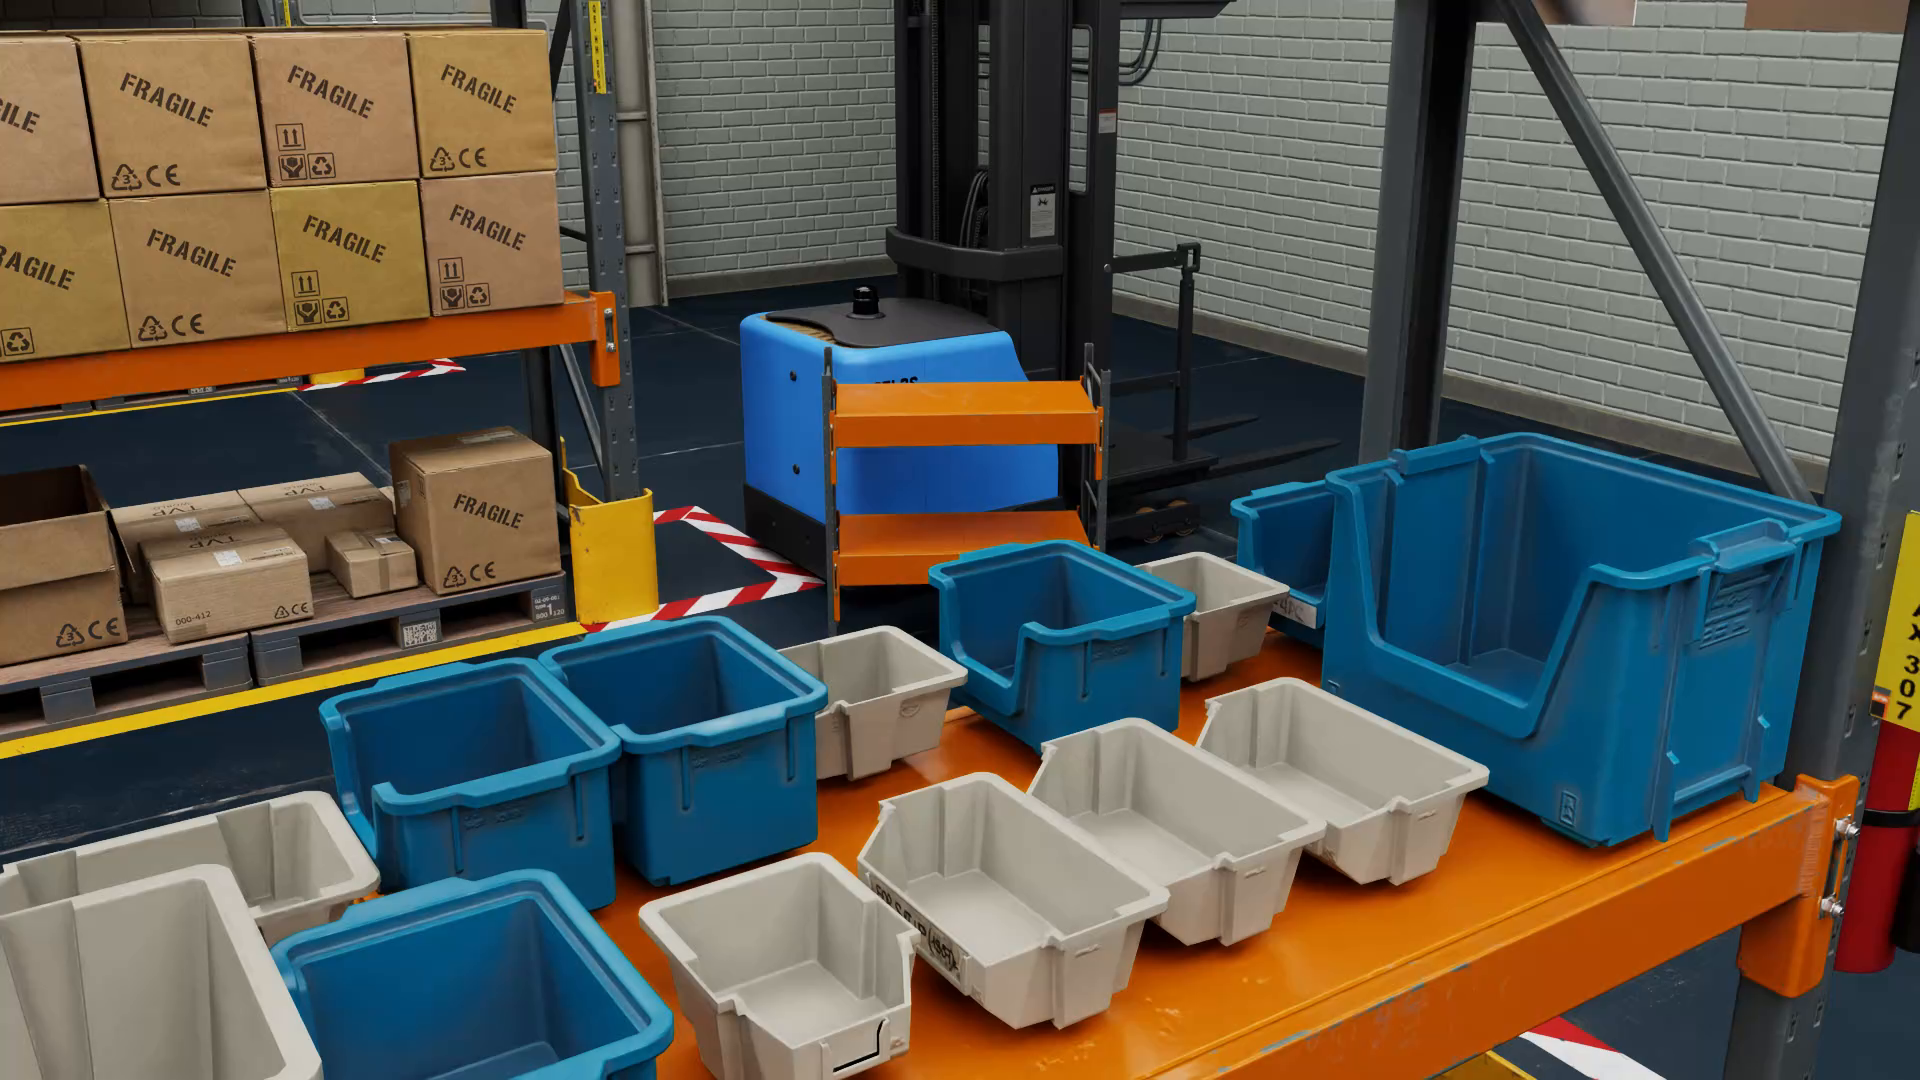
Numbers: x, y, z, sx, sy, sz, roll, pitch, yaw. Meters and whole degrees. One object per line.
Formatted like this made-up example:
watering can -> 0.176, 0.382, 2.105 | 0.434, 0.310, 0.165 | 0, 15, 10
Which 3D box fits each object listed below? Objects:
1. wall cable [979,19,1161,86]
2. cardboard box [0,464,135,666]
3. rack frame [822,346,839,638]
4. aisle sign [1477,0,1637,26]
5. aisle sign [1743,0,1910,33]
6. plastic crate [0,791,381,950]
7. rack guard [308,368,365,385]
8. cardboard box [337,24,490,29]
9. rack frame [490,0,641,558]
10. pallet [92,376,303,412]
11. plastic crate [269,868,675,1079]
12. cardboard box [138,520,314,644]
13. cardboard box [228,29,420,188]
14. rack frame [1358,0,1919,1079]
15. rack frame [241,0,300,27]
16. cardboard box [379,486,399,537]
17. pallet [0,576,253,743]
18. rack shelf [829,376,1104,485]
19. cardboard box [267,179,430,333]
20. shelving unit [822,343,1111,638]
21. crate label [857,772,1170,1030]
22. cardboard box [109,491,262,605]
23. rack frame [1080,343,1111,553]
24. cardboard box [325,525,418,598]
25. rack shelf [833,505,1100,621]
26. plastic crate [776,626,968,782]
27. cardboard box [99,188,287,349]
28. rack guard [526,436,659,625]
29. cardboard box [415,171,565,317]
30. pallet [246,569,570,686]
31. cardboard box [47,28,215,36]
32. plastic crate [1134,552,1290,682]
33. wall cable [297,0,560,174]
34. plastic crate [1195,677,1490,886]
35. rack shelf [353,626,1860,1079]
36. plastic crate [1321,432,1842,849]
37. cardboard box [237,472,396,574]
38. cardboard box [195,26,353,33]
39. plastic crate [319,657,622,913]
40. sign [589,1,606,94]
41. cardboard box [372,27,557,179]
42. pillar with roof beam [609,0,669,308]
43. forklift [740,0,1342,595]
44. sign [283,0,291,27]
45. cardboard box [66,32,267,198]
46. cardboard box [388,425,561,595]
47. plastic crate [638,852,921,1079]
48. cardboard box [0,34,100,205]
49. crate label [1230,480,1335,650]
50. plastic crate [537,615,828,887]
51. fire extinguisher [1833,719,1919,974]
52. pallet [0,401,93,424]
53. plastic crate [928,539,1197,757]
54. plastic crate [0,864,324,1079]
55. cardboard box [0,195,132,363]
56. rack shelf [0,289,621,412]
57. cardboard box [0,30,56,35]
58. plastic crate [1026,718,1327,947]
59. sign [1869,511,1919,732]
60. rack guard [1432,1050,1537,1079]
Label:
wall cable -> 0.568, -4.865, 12.932 | 0.112, 2.526, 3.097 | -12, 22, -31
cardboard box -> -3.399, 0.078, 6.042 | 0.637, 0.503, 0.797 | -12, 22, -31
rack frame -> -0.497, -0.139, 6.398 | 0.032, 1.125, 0.500 | -1, 19, -3
aisle sign -> 0.993, -1.267, 2.749 | 0.004, 0.787, 0.394 | -12, 22, -31
aisle sign -> 1.317, -1.109, 2.282 | 0.004, 0.787, 0.394 | -12, 22, -31
plastic crate -> -0.956, 0.471, 1.986 | 0.466, 0.136, 0.293 | -12, 22, -31
rack guard -> -4.332, -1.413, 11.144 | 0.348, 0.500, 1.175 | -12, 22, -31
cardboard box -> -2.141, -1.782, 6.615 | 0.500, 0.500, 0.500 | -11, 22, -30
rack frame -> -1.625, -1.269, 6.814 | 0.127, 3.000, 1.000 | -12, 22, -31
pallet -> -4.977, -1.110, 10.699 | 1.213, 0.211, 1.003 | -12, 22, -31
plastic crate -> -0.478, 0.538, 1.637 | 0.300, 0.233, 0.416 | -12, 22, -31
cardboard box -> -2.754, 0.147, 6.234 | 0.500, 0.250, 0.500 | -12, 22, -31
cardboard box -> -2.267, -1.548, 5.924 | 0.500, 0.500, 0.500 | -11, 22, -30
rack frame -> 1.098, 0.058, 2.890 | 0.053, 2.616, 0.949 | -12, 22, -31
rack frame -> -4.353, -2.593, 10.731 | 0.127, 3.000, 1.000 | -12, 22, -31
cardboard box -> -2.373, -0.109, 7.120 | 0.250, 0.166, 0.380 | -12, 22, -31
pallet -> -3.372, 0.420, 6.173 | 1.213, 0.211, 1.003 | -12, 22, -31
rack shelf -> 0.010, -0.426, 6.334 | 1.000, 0.278, 0.538 | -1, 19, -3
cardboard box -> -2.281, -1.072, 6.076 | 0.500, 0.500, 0.500 | -12, 22, -31
shelving unit -> 0.010, -0.148, 6.427 | 1.048, 1.125, 0.538 | -1, 19, -3
crate label -> 0.045, 0.448, 2.053 | 0.243, 0.136, 0.396 | -12, 22, -31
cardboard box -> -3.070, 0.022, 6.604 | 0.500, 0.250, 0.500 | -12, 22, -31
rack frame -> 0.518, -0.158, 6.456 | 0.032, 1.125, 0.500 | -1, 19, -3
cardboard box -> -2.331, 0.074, 6.579 | 0.250, 0.166, 0.380 | -12, 22, -31
rack shelf -> 0.010, 0.083, 6.506 | 1.000, 0.278, 0.538 | -1, 19, -3
plastic crate -> -0.171, 0.263, 2.602 | 0.298, 0.136, 0.250 | -12, 22, -31
cardboard box -> -2.700, -0.986, 5.820 | 0.500, 0.500, 0.500 | -12, 22, -31
rack guard -> -1.688, -0.071, 7.174 | 0.348, 0.500, 1.175 | -12, 22, -31
cardboard box -> -1.849, -1.164, 6.349 | 0.500, 0.500, 0.500 | -11, 22, -30
pallet -> -2.354, 0.207, 6.805 | 1.213, 0.211, 1.003 | -12, 22, -31
cardboard box -> -2.994, -1.601, 6.080 | 0.500, 0.500, 0.500 | -12, 22, -31
plastic crate -> 0.395, 0.143, 2.955 | 0.298, 0.136, 0.250 | -12, 22, -31
wall cable -> -3.803, -3.553, 11.984 | 1.851, 1.984, 0.084 | -12, 22, -31
plastic crate -> 0.515, 0.346, 2.357 | 0.243, 0.136, 0.396 | -12, 22, -31
rack shelf -> -0.574, 0.750, 1.966 | 4.000, 0.370, 1.077 | -12, 22, -31
plastic crate -> 0.919, 0.121, 2.555 | 0.499, 0.435, 0.616 | -12, 22, -31
cardboard box -> -2.653, -0.066, 6.864 | 0.500, 0.250, 0.500 | -12, 22, -31
cardboard box -> -2.573, -1.688, 6.337 | 0.500, 0.500, 0.500 | -12, 22, -31
plastic crate -> -0.641, 0.348, 2.199 | 0.300, 0.233, 0.416 | -12, 22, -31
sign -> -1.337, -1.815, 6.128 | 0.005, 0.325, 0.100 | -12, 22, -31
cardboard box -> -1.845, -1.638, 6.188 | 0.500, 0.500, 0.500 | -12, 22, -32
pillar with roof beam -> -0.206, -4.990, 8.455 | 0.400, 9.000, 9.100 | -12, 22, -31
forklift -> 0.523, -1.501, 7.608 | 3.031, 2.935, 1.130 | -12, 22, -32
sign -> -4.066, -3.106, 10.071 | 0.005, 0.325, 0.100 | -12, 22, -31
cardboard box -> -2.697, -1.456, 5.650 | 0.500, 0.500, 0.500 | -11, 22, -30
cardboard box -> -1.944, -0.131, 6.665 | 0.500, 0.500, 0.500 | -12, 22, -31
plastic crate -> -0.192, 0.505, 1.884 | 0.250, 0.136, 0.298 | -12, 22, -31
cardboard box -> -3.126, -1.365, 5.383 | 0.500, 0.500, 0.500 | -11, 22, -30
crate label -> 0.709, 0.063, 3.042 | 0.303, 0.233, 0.416 | -12, 22, -31
plastic crate -> -0.391, 0.295, 2.356 | 0.300, 0.233, 0.416 | -12, 22, -31
fire extinguisher -> 1.472, 0.365, 2.684 | 0.183, 0.674, 0.296 | -12, 22, -31
pallet -> -5.995, -0.897, 10.067 | 1.213, 0.211, 1.003 | -12, 22, -31
plastic crate -> 0.159, 0.179, 2.699 | 0.300, 0.233, 0.416 | -12, 22, -31
plastic crate -> -0.868, 0.570, 1.468 | 0.530, 0.282, 0.437 | -12, 22, -31
cardboard box -> -3.121, -0.897, 5.558 | 0.500, 0.500, 0.500 | -12, 22, -32
rack shelf -> -3.295, -0.576, 5.887 | 4.000, 0.370, 1.077 | -12, 22, -31
cardboard box -> -3.417, -1.511, 5.814 | 0.500, 0.500, 0.500 | -12, 22, -32
plastic crate -> 0.265, 0.393, 2.218 | 0.243, 0.136, 0.396 | -12, 22, -31
sign -> 1.412, 0.124, 2.440 | 0.005, 0.325, 0.100 | -12, 22, -31
rack guard -> 1.109, 1.233, 3.316 | 0.348, 0.500, 1.175 | -12, 22, -31
